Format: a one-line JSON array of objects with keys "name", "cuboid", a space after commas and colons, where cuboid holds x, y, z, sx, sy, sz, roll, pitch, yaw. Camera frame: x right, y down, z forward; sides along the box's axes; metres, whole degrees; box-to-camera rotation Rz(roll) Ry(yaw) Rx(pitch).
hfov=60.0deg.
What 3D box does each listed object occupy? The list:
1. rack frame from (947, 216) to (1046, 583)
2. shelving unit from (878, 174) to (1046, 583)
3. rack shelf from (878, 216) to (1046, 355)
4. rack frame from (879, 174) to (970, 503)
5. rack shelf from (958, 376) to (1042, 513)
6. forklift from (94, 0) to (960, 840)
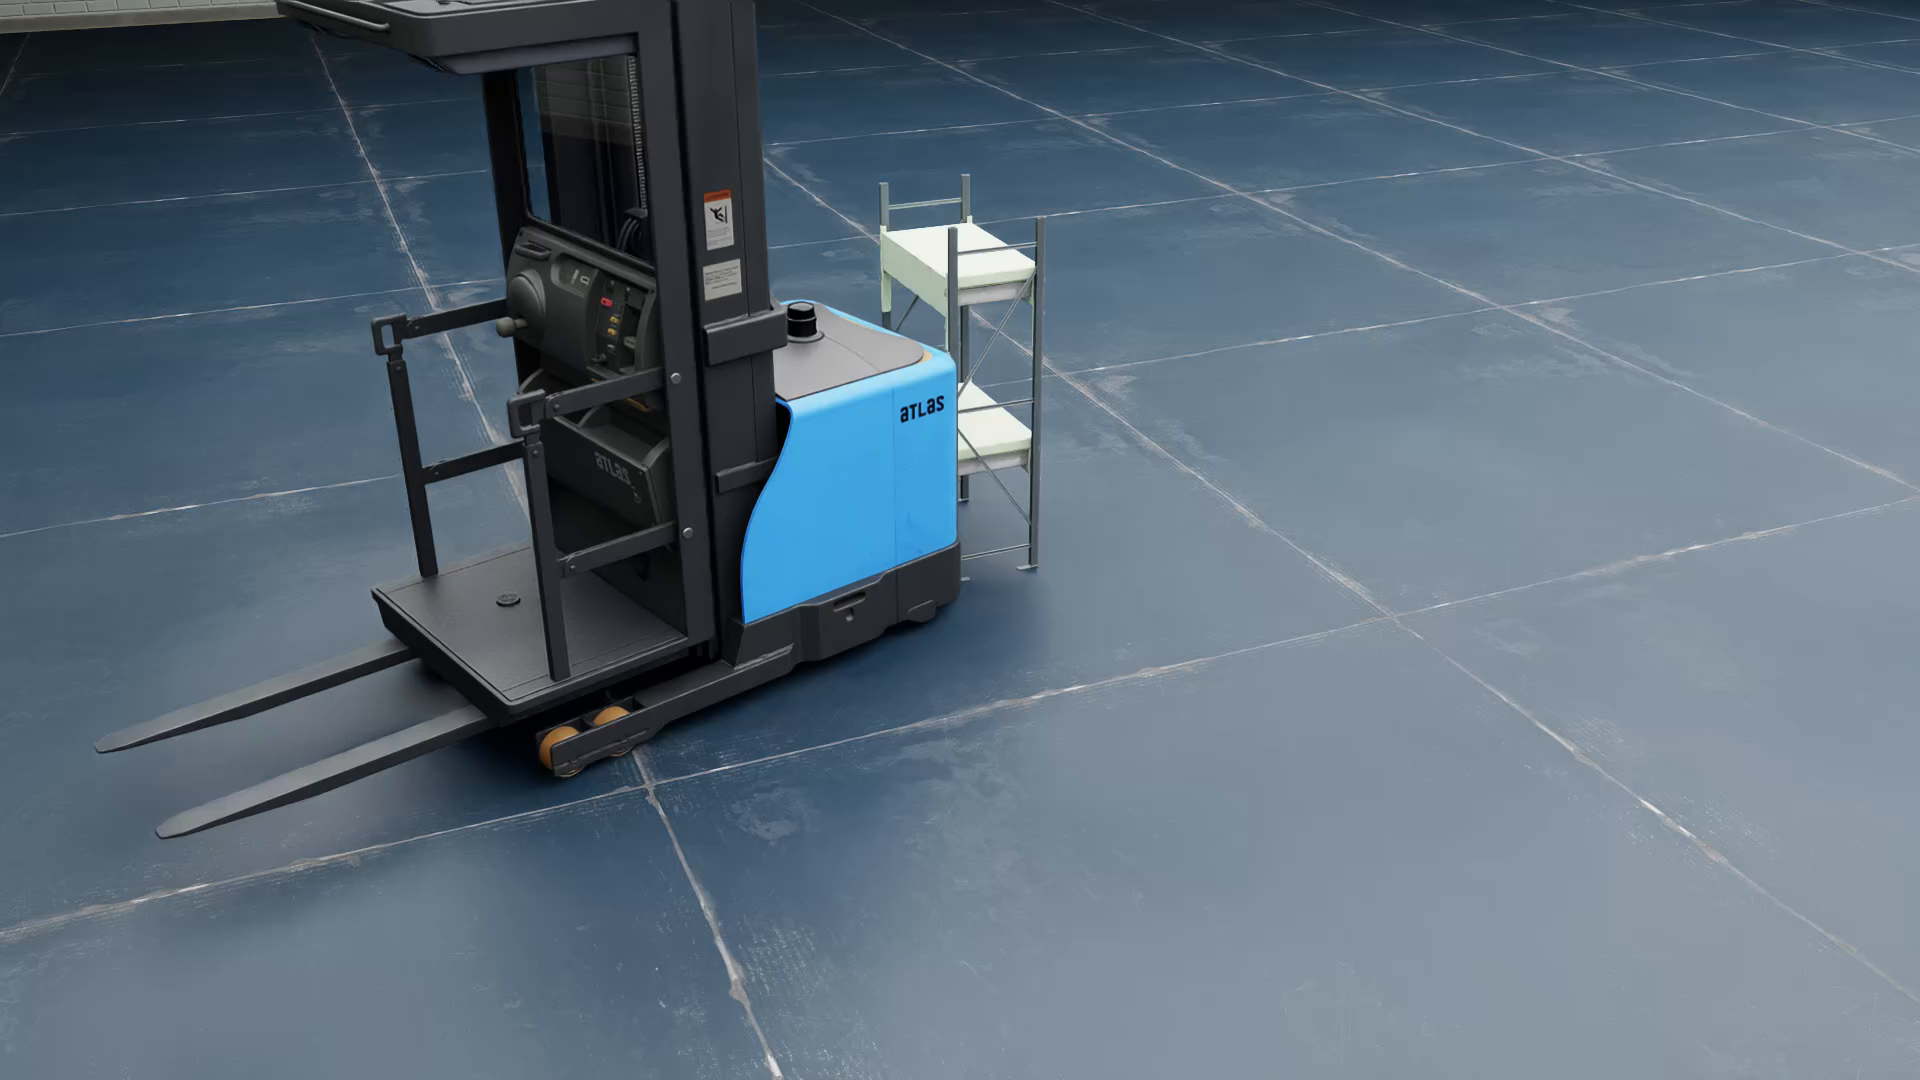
[{"name": "rack frame", "cuboid": [0.141, -0.529, 6.624, 0.400, 1.500, 0.023, -11, 28, -21]}, {"name": "shelving unit", "cuboid": [-0.003, -0.677, 6.926, 0.431, 1.500, 0.755, -11, 28, -21]}, {"name": "rack shelf", "cuboid": [-0.003, -1.027, 6.755, 0.431, 0.370, 0.720, -11, 28, -21]}, {"name": "rack frame", "cuboid": [-0.146, -0.824, 7.229, 0.400, 1.500, 0.023, -11, 28, -21]}, {"name": "rack shelf", "cuboid": [-0.003, -0.384, 7.069, 0.431, 0.370, 0.720, -11, 28, -21]}, {"name": "forklift", "cuboid": [-1.444, -0.777, 5.501, 3.031, 2.935, 1.130, -21, 33, -36]}]
